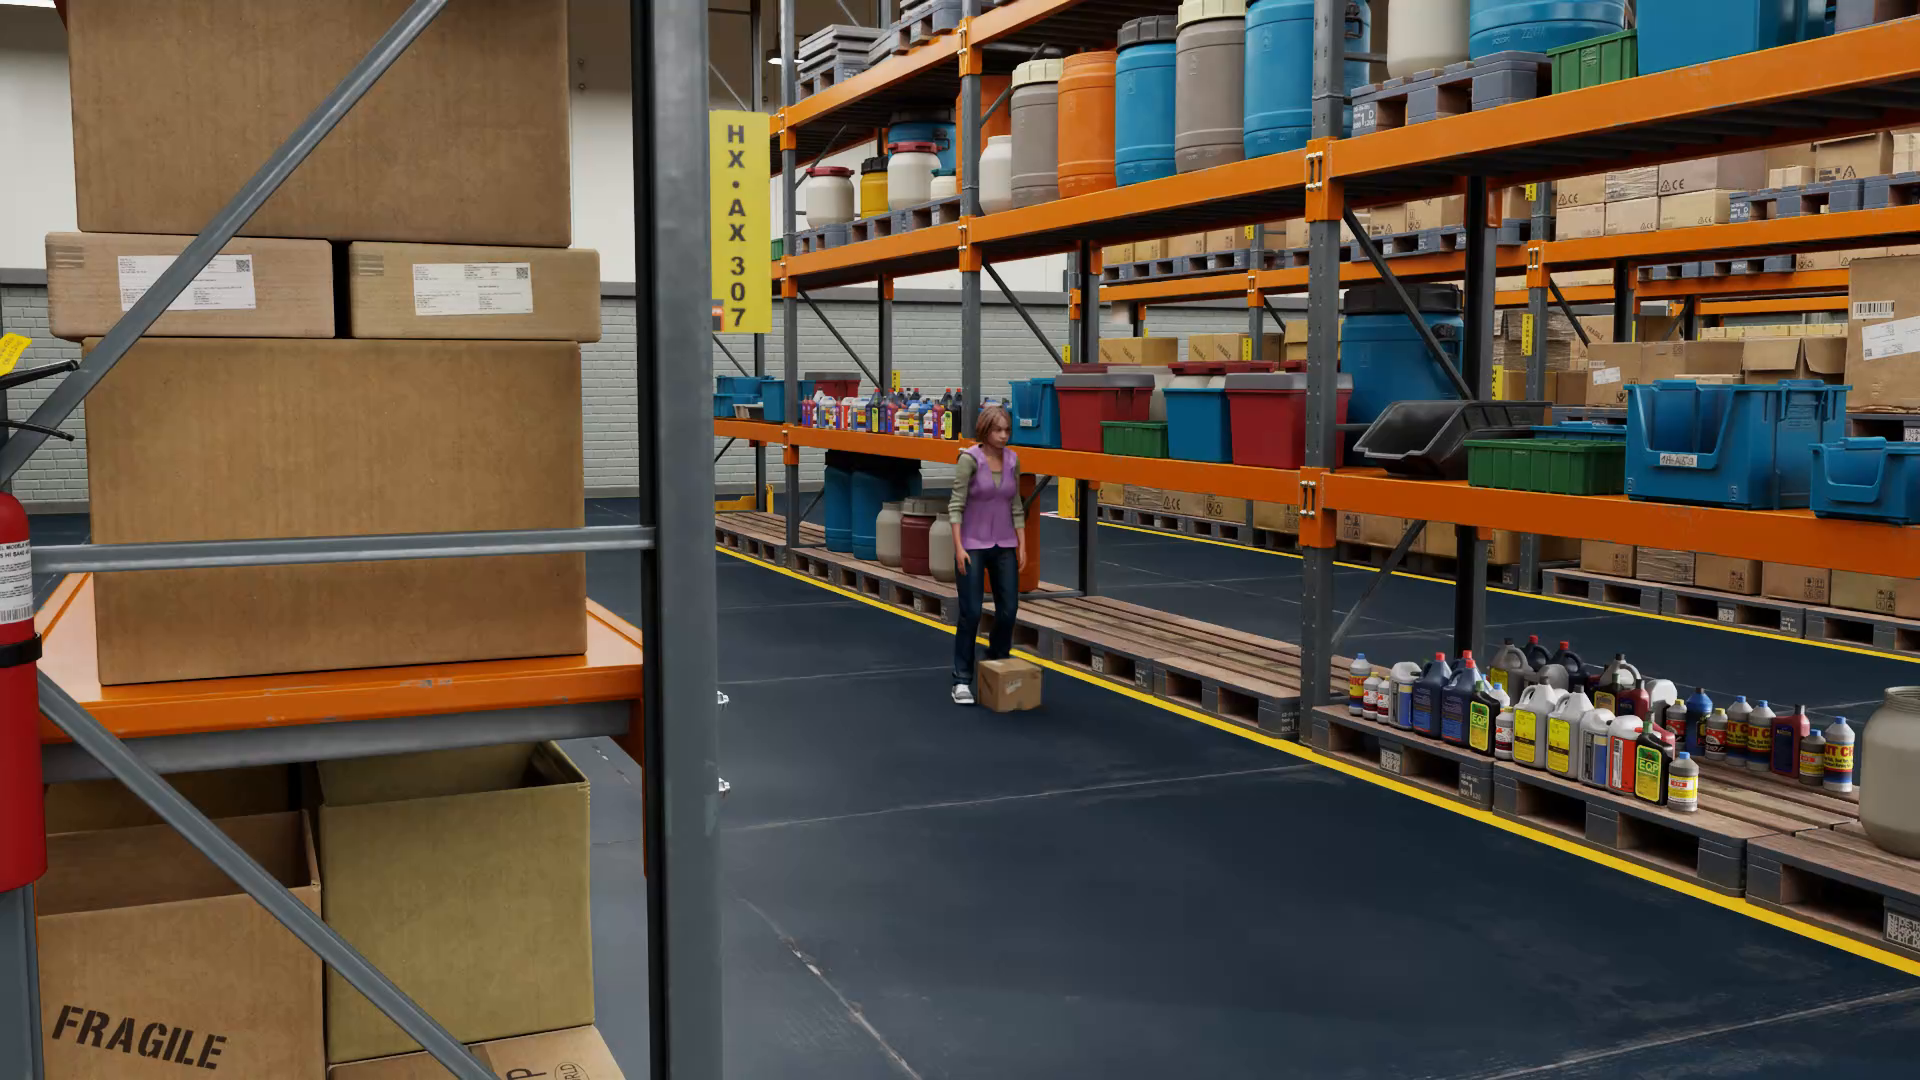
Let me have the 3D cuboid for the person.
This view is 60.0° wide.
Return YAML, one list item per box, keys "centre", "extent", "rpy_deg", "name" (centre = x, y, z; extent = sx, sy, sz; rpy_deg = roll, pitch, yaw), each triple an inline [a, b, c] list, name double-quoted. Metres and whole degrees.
- centre: [0.150, 0.071, 8.984]
  extent: [0.460, 1.594, 0.338]
  rpy_deg: [-3, 6, -26]
  name: "person"
